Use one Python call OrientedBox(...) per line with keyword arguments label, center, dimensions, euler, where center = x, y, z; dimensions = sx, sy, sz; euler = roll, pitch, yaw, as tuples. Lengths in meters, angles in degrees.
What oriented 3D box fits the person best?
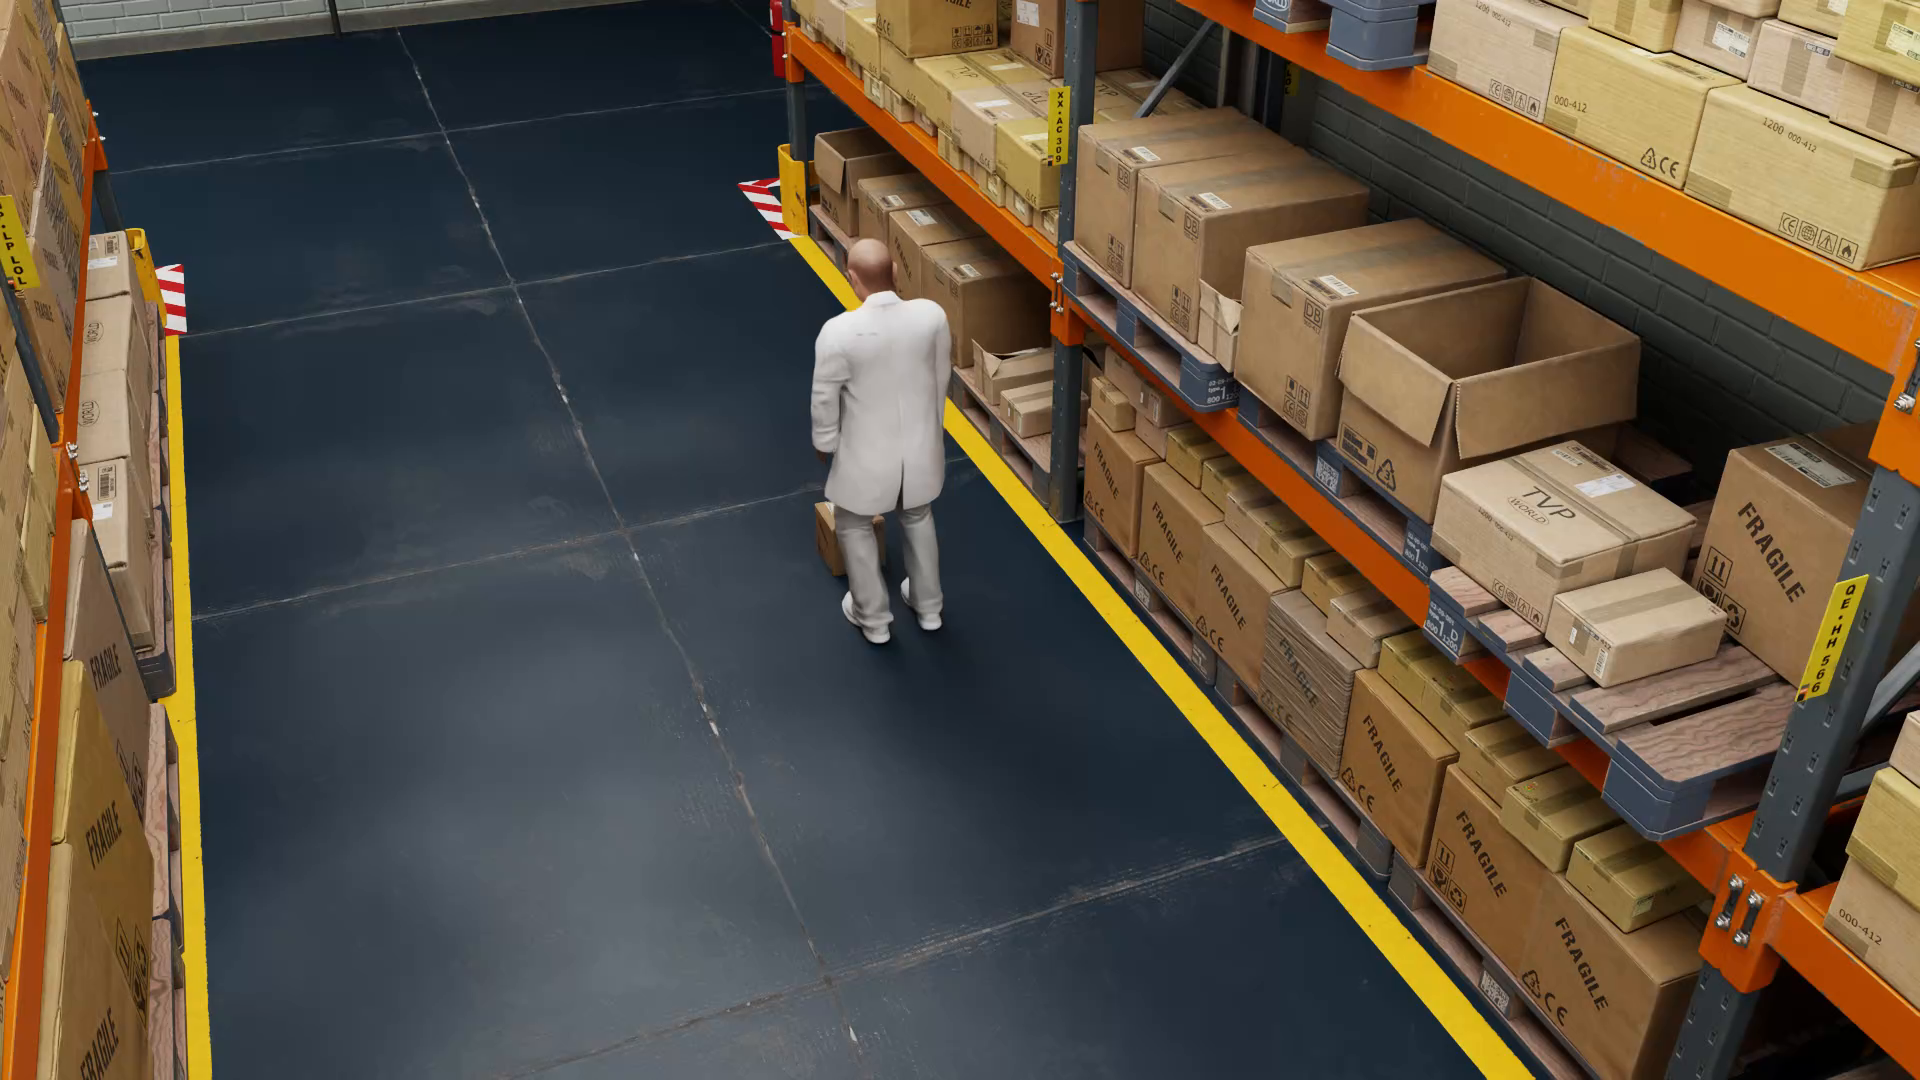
OrientedBox(label="person", center=(-0.321, -0.388, 6.791), dimensions=(0.583, 1.745, 0.403), euler=(-12, 35, -18))
